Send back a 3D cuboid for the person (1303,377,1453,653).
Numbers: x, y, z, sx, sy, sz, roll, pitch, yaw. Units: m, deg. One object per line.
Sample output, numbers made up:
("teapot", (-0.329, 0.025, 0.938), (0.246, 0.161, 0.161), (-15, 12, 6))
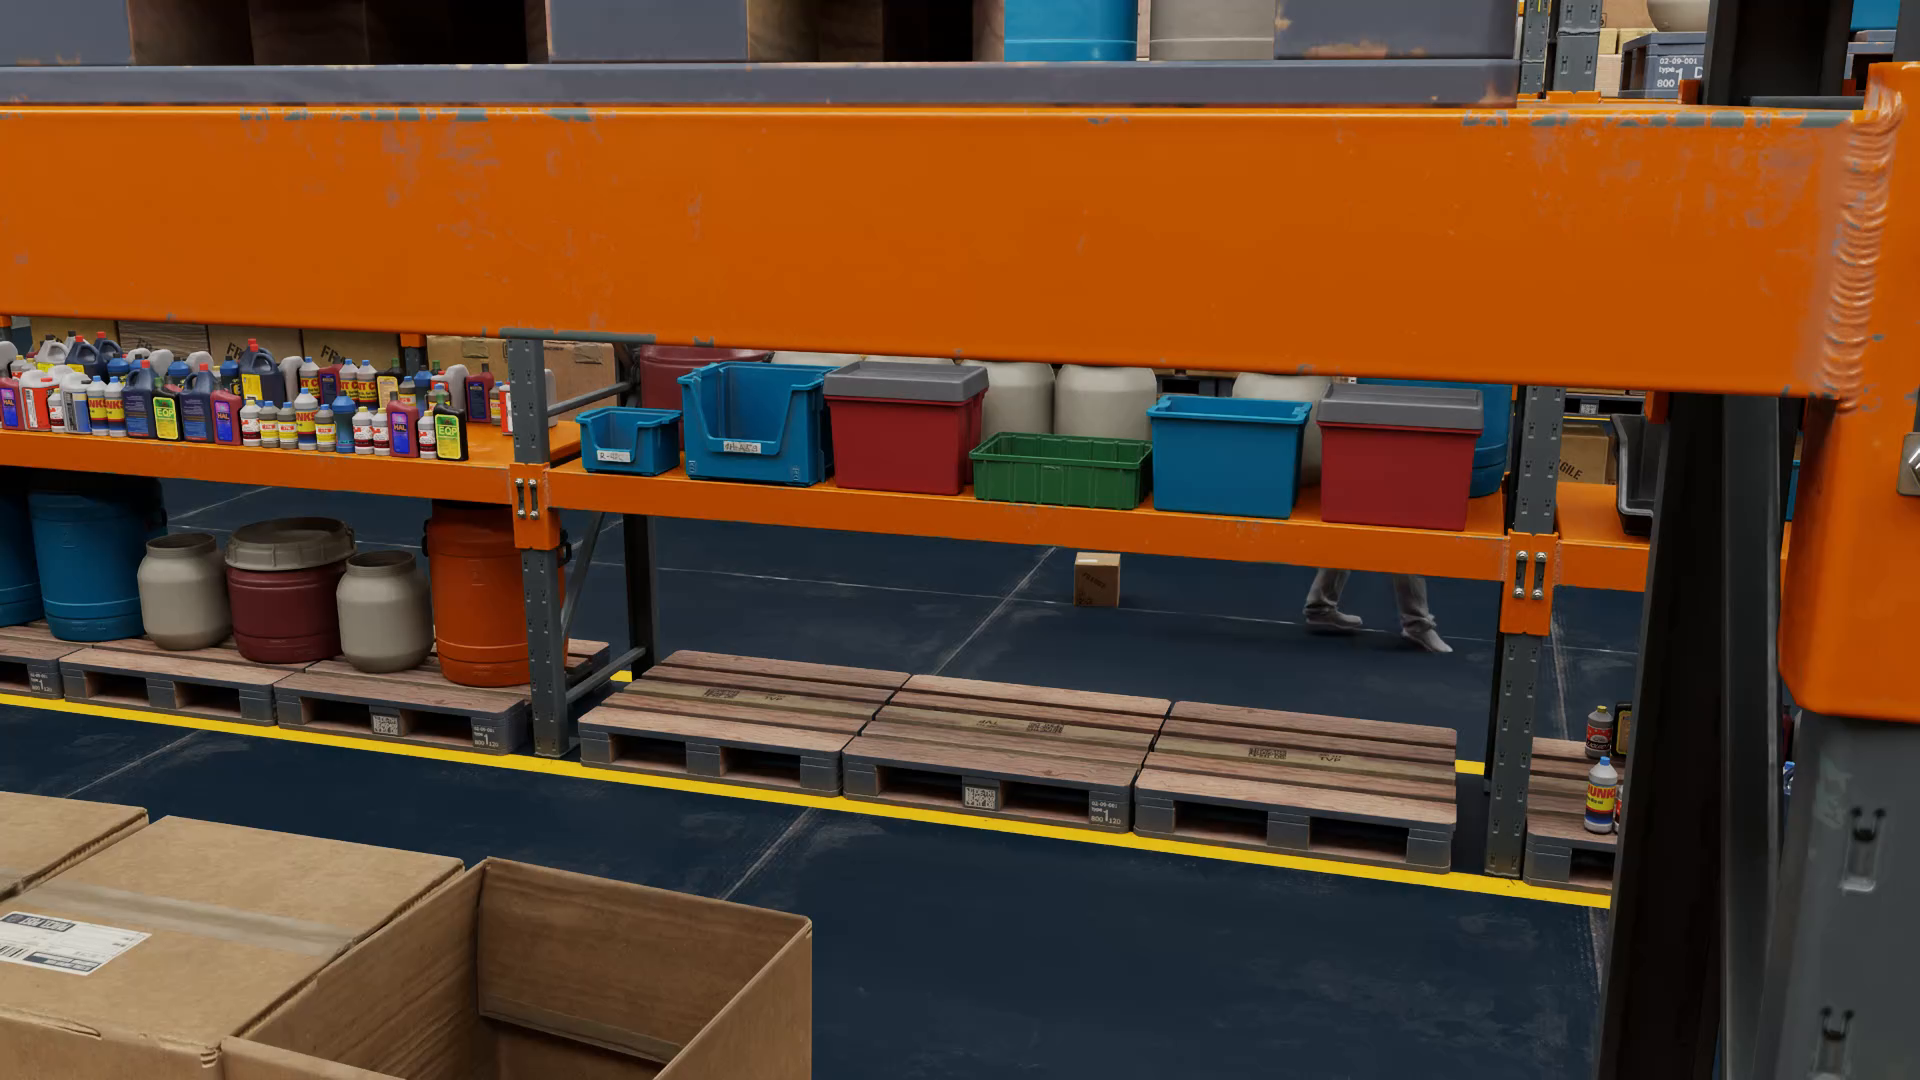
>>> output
("person", (2.234, -0.312, 8.710), (0.778, 1.822, 0.559), (2, 15, 8))
